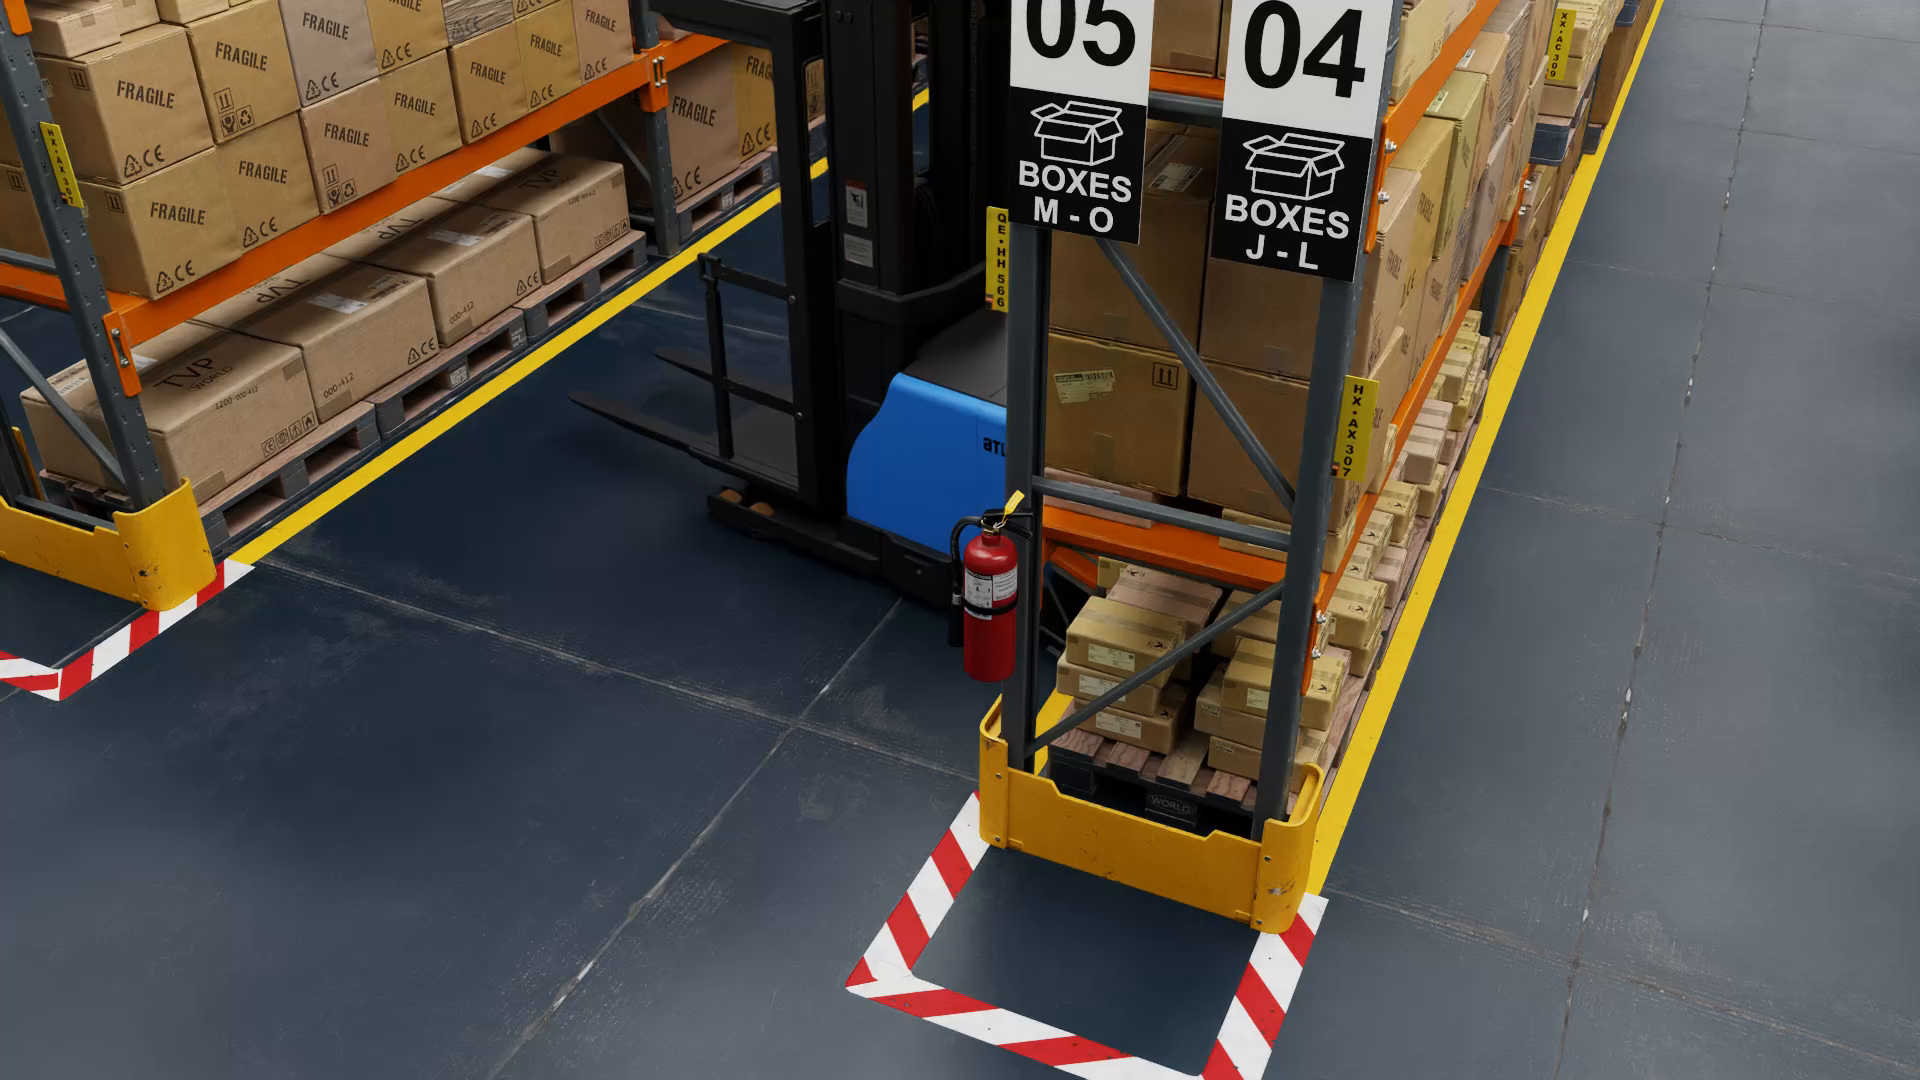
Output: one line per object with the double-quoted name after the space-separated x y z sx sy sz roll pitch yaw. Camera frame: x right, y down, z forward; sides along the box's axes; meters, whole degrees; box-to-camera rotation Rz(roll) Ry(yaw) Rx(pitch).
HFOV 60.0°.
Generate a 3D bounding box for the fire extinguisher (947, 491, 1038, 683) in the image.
0.095 0.133 5.222 0.296 0.674 0.183 14 36 20 "fire extinguisher"

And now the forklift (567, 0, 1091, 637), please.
-0.574 -1.447 7.284 3.031 2.935 1.130 21 39 29 "forklift"

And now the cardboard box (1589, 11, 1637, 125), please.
4.303 -3.576 12.137 1.050 0.750 0.750 14 36 20 "cardboard box"

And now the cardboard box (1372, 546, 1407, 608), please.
1.672 0.125 7.041 0.380 0.149 0.250 12 35 18 "cardboard box"

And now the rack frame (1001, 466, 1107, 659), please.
0.418 0.007 6.642 0.500 1.125 0.032 34 45 11 "rack frame"

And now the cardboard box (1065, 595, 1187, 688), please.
0.611 0.372 6.122 0.380 0.149 0.250 15 36 21 "cardboard box"

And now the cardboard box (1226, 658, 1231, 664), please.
1.165 0.606 6.308 0.380 0.149 0.250 14 36 20 "cardboard box"

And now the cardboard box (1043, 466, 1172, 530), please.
0.499 -0.197 5.543 0.380 0.149 0.250 14 36 21 "cardboard box"

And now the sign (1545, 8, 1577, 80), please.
2.789 -2.308 7.745 0.100 0.325 0.005 14 36 20 "sign"

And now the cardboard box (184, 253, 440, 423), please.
-3.358 -1.073 8.605 0.875 0.438 0.875 15 36 22 "cardboard box"

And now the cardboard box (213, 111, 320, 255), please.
-3.271 -1.633 7.414 0.500 0.500 0.500 14 36 20 "cardboard box"

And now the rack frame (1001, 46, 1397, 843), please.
0.620 -0.074 5.128 1.000 3.000 0.127 14 36 20 "rack frame"

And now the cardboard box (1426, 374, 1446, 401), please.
2.033 -0.689 7.739 0.380 0.149 0.250 15 36 22 "cardboard box"

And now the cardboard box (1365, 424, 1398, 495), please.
1.283 -0.313 5.722 0.380 0.149 0.250 13 35 19 "cardboard box"

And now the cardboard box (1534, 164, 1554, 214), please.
3.063 -2.084 9.405 0.500 0.250 0.500 15 36 22 "cardboard box"

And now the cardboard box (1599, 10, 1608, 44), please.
3.198 -2.740 8.768 0.380 0.149 0.250 13 35 18 "cardboard box"

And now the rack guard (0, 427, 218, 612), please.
-3.929 -0.102 7.450 1.175 0.500 0.348 14 36 20 "rack guard"

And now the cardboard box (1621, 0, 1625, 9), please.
3.746 -3.269 9.846 0.380 0.149 0.250 13 35 18 "cardboard box"

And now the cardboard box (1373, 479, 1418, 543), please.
1.680 -0.150 6.917 0.380 0.149 0.250 15 36 21 "cardboard box"

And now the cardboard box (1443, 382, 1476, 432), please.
2.252 -0.669 7.981 0.380 0.149 0.250 13 35 19 "cardboard box"

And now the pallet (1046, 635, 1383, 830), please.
1.024 0.657 6.555 1.003 0.211 1.213 14 36 20 "pallet"

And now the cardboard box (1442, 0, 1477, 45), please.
1.264 -1.692 4.997 0.500 0.250 0.500 15 36 22 "cardboard box"

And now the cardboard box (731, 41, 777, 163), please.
-1.687 -3.218 11.476 0.875 0.875 0.875 15 36 22 "cardboard box"

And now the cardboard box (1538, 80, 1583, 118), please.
2.876 -2.228 8.258 0.380 0.149 0.250 12 35 18 "cardboard box"

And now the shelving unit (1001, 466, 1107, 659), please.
0.677 -0.255 6.993 0.538 1.125 1.048 34 45 11 "shelving unit"

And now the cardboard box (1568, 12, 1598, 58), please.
2.876 -2.477 8.095 0.380 0.149 0.250 16 37 23 "cardboard box"

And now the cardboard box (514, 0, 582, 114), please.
-2.417 -2.646 8.959 0.500 0.500 0.500 13 36 19 "cardboard box"

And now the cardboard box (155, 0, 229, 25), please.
-3.261 -2.254 6.858 0.380 0.149 0.250 15 36 22 "cardboard box"

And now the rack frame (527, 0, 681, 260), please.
-2.245 -3.152 9.821 1.000 3.000 0.127 14 36 20 "rack frame"

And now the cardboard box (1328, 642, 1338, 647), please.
1.260 0.350 6.426 0.380 0.149 0.250 15 36 21 "cardboard box"

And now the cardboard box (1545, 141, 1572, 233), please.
3.502 -2.276 10.383 0.500 0.500 0.500 13 35 18 "cardboard box"

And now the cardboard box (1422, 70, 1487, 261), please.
1.492 -1.328 5.766 0.500 0.500 0.500 13 36 19 "cardboard box"

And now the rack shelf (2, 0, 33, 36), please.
-3.082 -3.109 7.677 1.077 0.370 4.000 14 36 20 "rack shelf"

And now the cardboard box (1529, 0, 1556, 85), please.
2.342 -2.355 7.331 0.500 0.500 0.500 13 35 19 "cardboard box"

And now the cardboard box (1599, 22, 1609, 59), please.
3.307 -2.742 9.043 0.380 0.149 0.250 13 35 18 "cardboard box"

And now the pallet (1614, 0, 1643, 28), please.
3.765 -3.599 10.678 1.213 0.211 1.003 14 36 20 "pallet"

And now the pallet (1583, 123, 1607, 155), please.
4.365 -3.268 12.541 1.003 0.211 1.213 14 36 20 "pallet"

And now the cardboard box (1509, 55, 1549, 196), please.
2.347 -1.927 7.591 0.500 0.500 0.500 14 36 21 "cardboard box"

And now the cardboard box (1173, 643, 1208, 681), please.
0.740 0.372 6.393 0.380 0.149 0.250 13 36 19 "cardboard box"

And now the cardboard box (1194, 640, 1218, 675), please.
0.855 0.369 6.669 0.380 0.149 0.250 14 36 20 "cardboard box"

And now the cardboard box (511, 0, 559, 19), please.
-2.411 -3.063 8.682 0.500 0.500 0.500 14 36 20 "cardboard box"

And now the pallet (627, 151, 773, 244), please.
-1.991 -2.387 11.198 1.003 0.211 1.213 14 36 20 "pallet"

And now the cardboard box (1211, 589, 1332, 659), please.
1.154 0.345 6.162 0.380 0.149 0.250 15 36 21 "cardboard box"

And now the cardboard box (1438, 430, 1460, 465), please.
2.202 -0.520 8.024 0.380 0.149 0.250 13 35 19 "cardboard box"

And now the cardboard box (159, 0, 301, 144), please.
-3.249 -2.052 7.141 0.500 0.500 0.500 13 35 19 "cardboard box"

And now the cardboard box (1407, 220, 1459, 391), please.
1.476 -0.914 6.046 0.500 0.500 0.500 15 36 21 "cardboard box"
